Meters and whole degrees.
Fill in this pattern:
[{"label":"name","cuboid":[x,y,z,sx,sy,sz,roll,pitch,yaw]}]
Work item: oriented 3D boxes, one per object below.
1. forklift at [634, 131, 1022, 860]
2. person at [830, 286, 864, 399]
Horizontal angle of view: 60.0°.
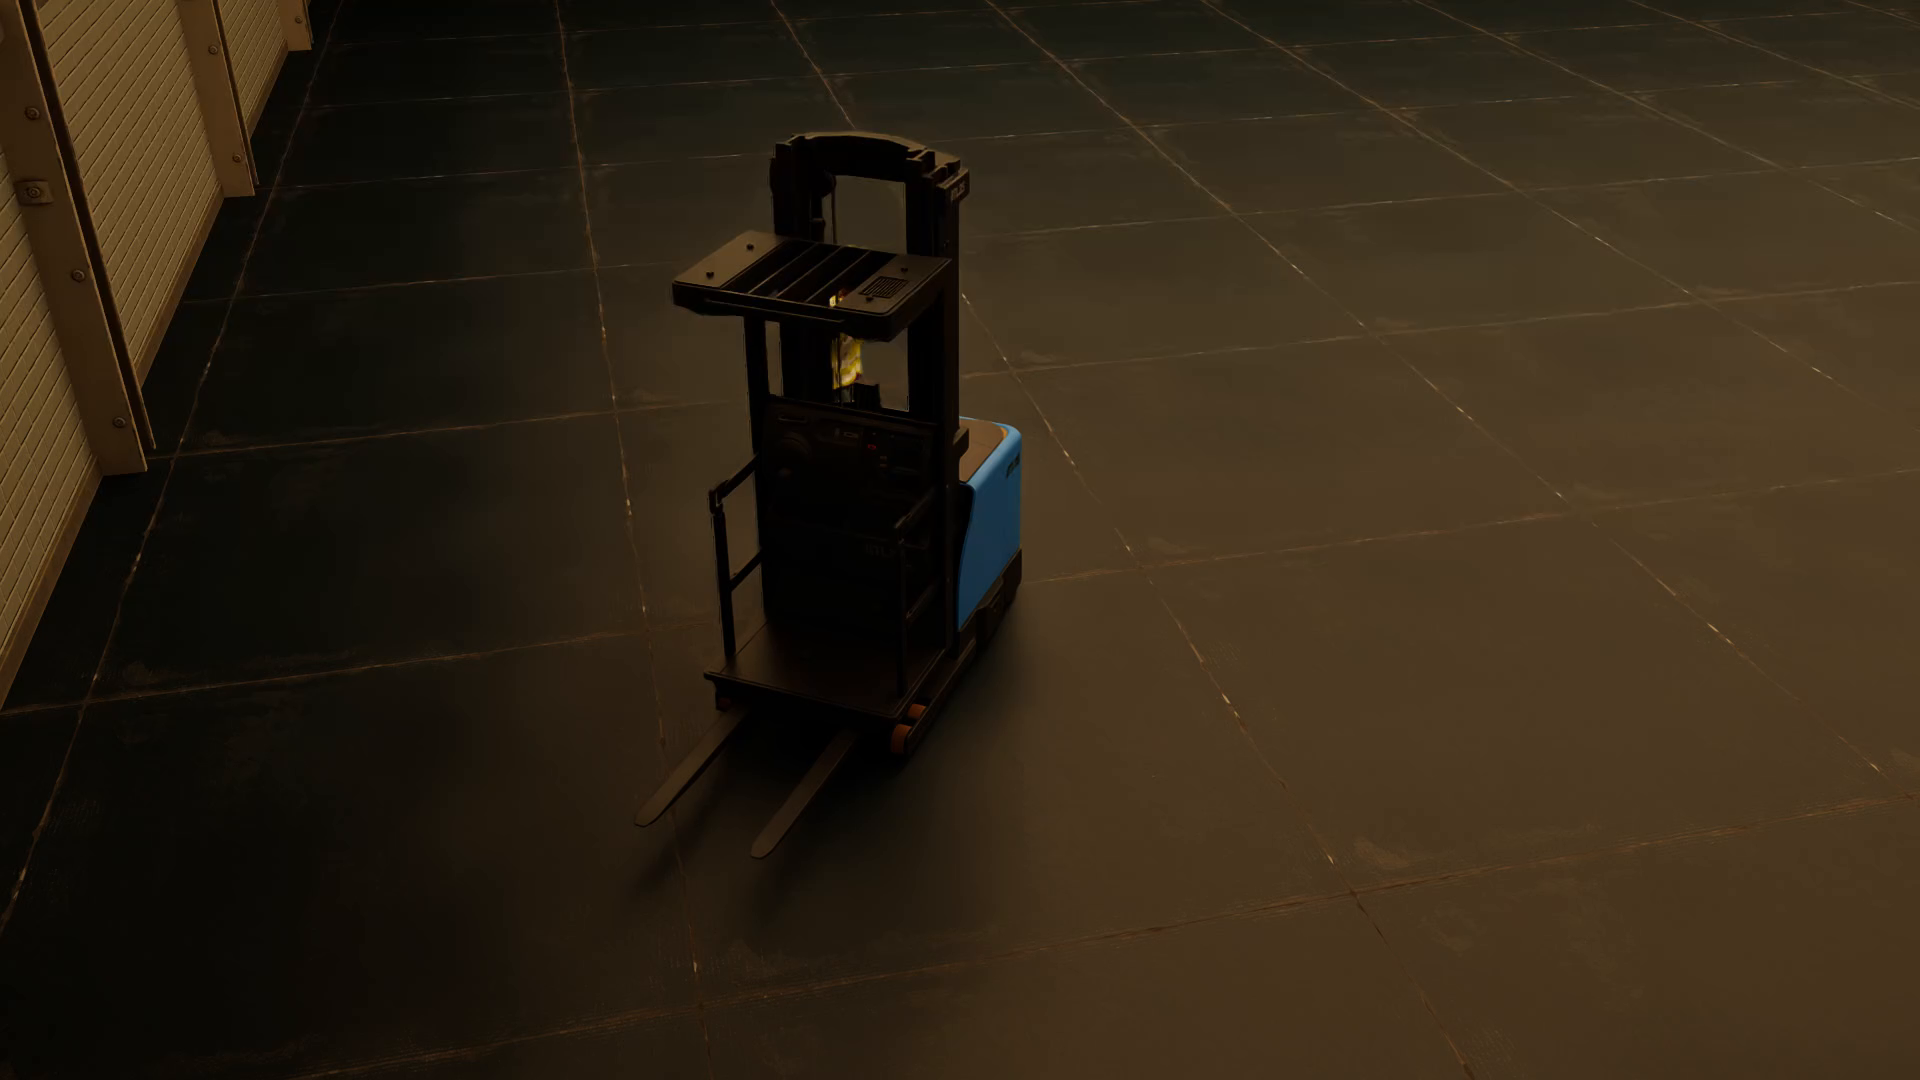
[{"label":"forklift","cuboid":[-0.652,-0.392,8.252,1.130,2.935,3.031,11,32,19]},{"label":"person","cuboid":[-0.738,-1.034,10.565,0.456,1.733,0.881,6,31,10]}]
